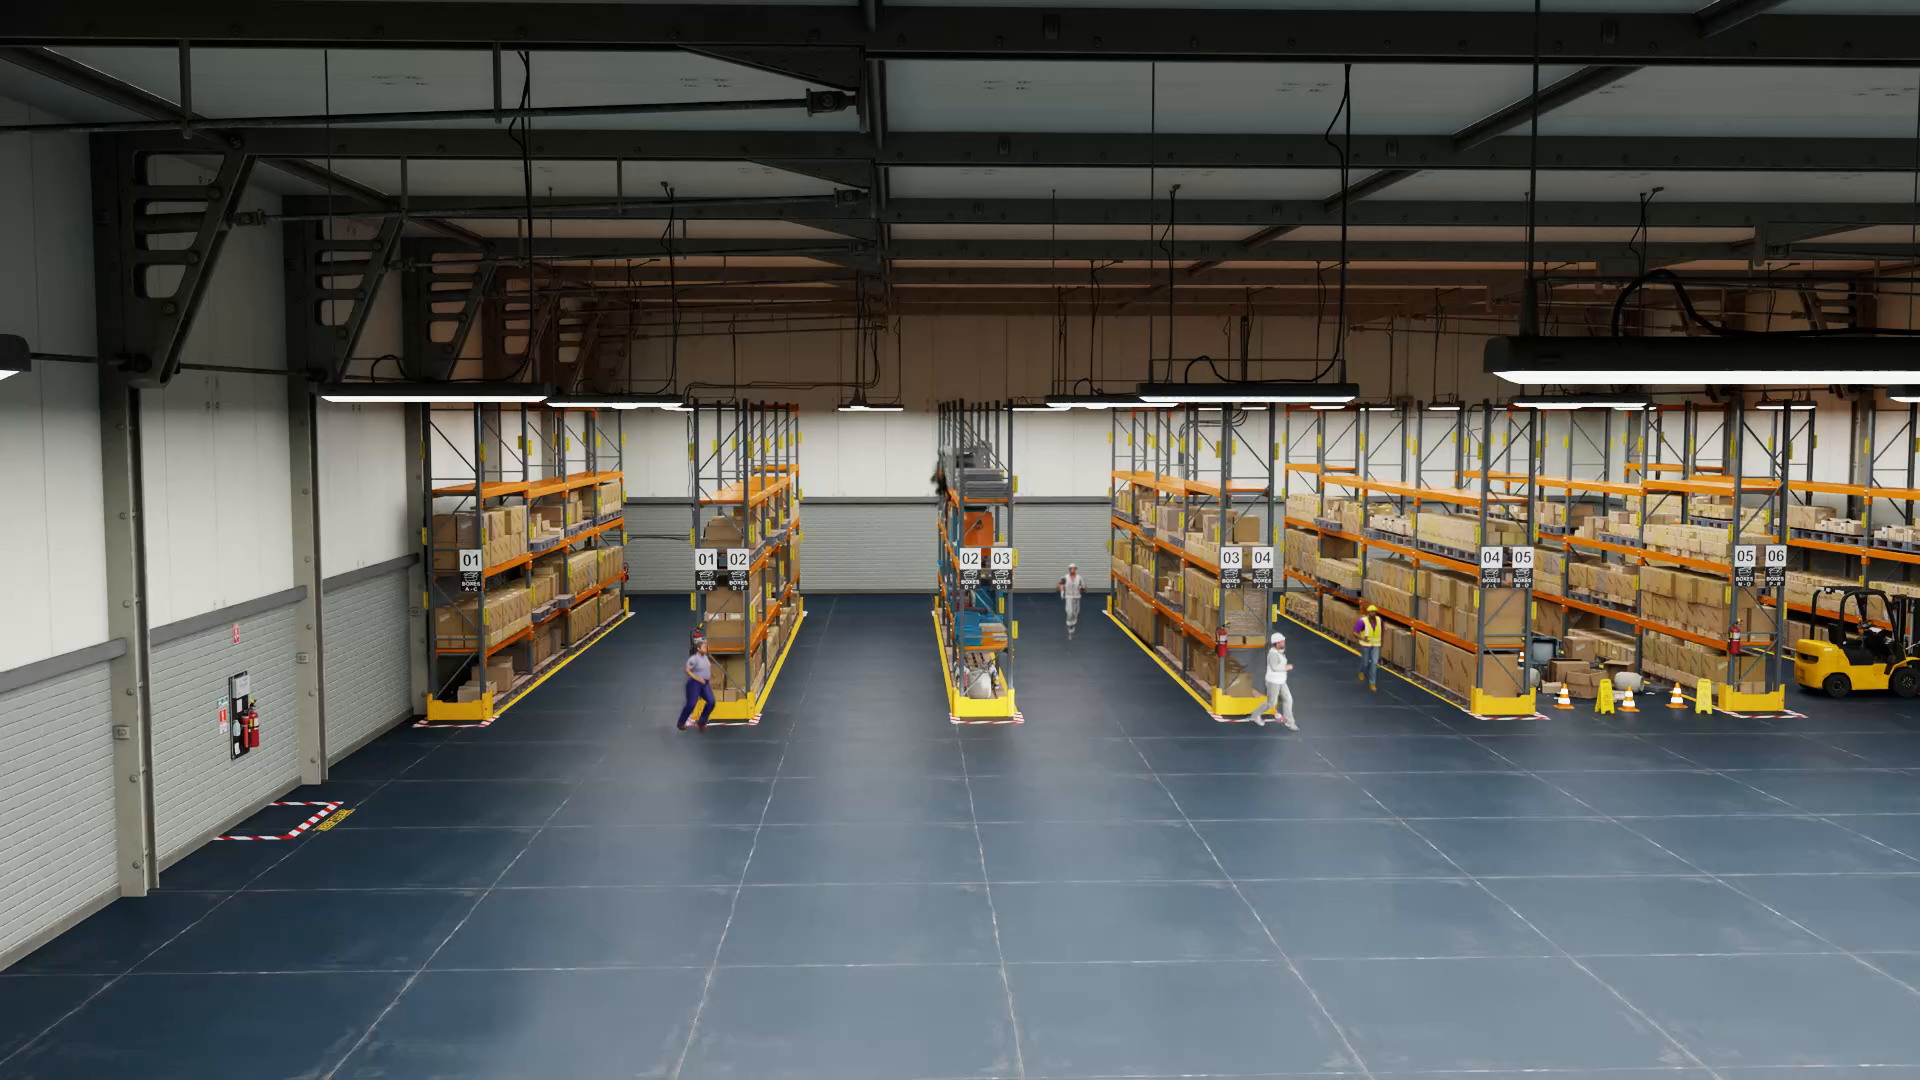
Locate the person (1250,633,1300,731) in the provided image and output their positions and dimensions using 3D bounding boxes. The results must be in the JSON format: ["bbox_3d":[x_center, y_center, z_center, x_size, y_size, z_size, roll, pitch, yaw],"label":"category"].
[{"bbox_3d":[5.692,2.574,30.108,0.925,1.803,0.689,2,5,24],"label":"person"}]

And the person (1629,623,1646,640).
[{"bbox_3d":[16.572,1.805,40.593,0.595,1.660,0.584,0,4,-2],"label":"person"}]

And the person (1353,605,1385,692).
[{"bbox_3d":[8.523,2.215,34.639,0.717,1.757,1.016,0,4,-5],"label":"person"}]

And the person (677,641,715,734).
[{"bbox_3d":[-4.703,2.655,29.989,0.663,1.657,0.673,3,5,36],"label":"person"}]

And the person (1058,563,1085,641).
[{"bbox_3d":[2.767,1.509,40.843,0.631,1.868,0.723,0,4,-6],"label":"person"}]
